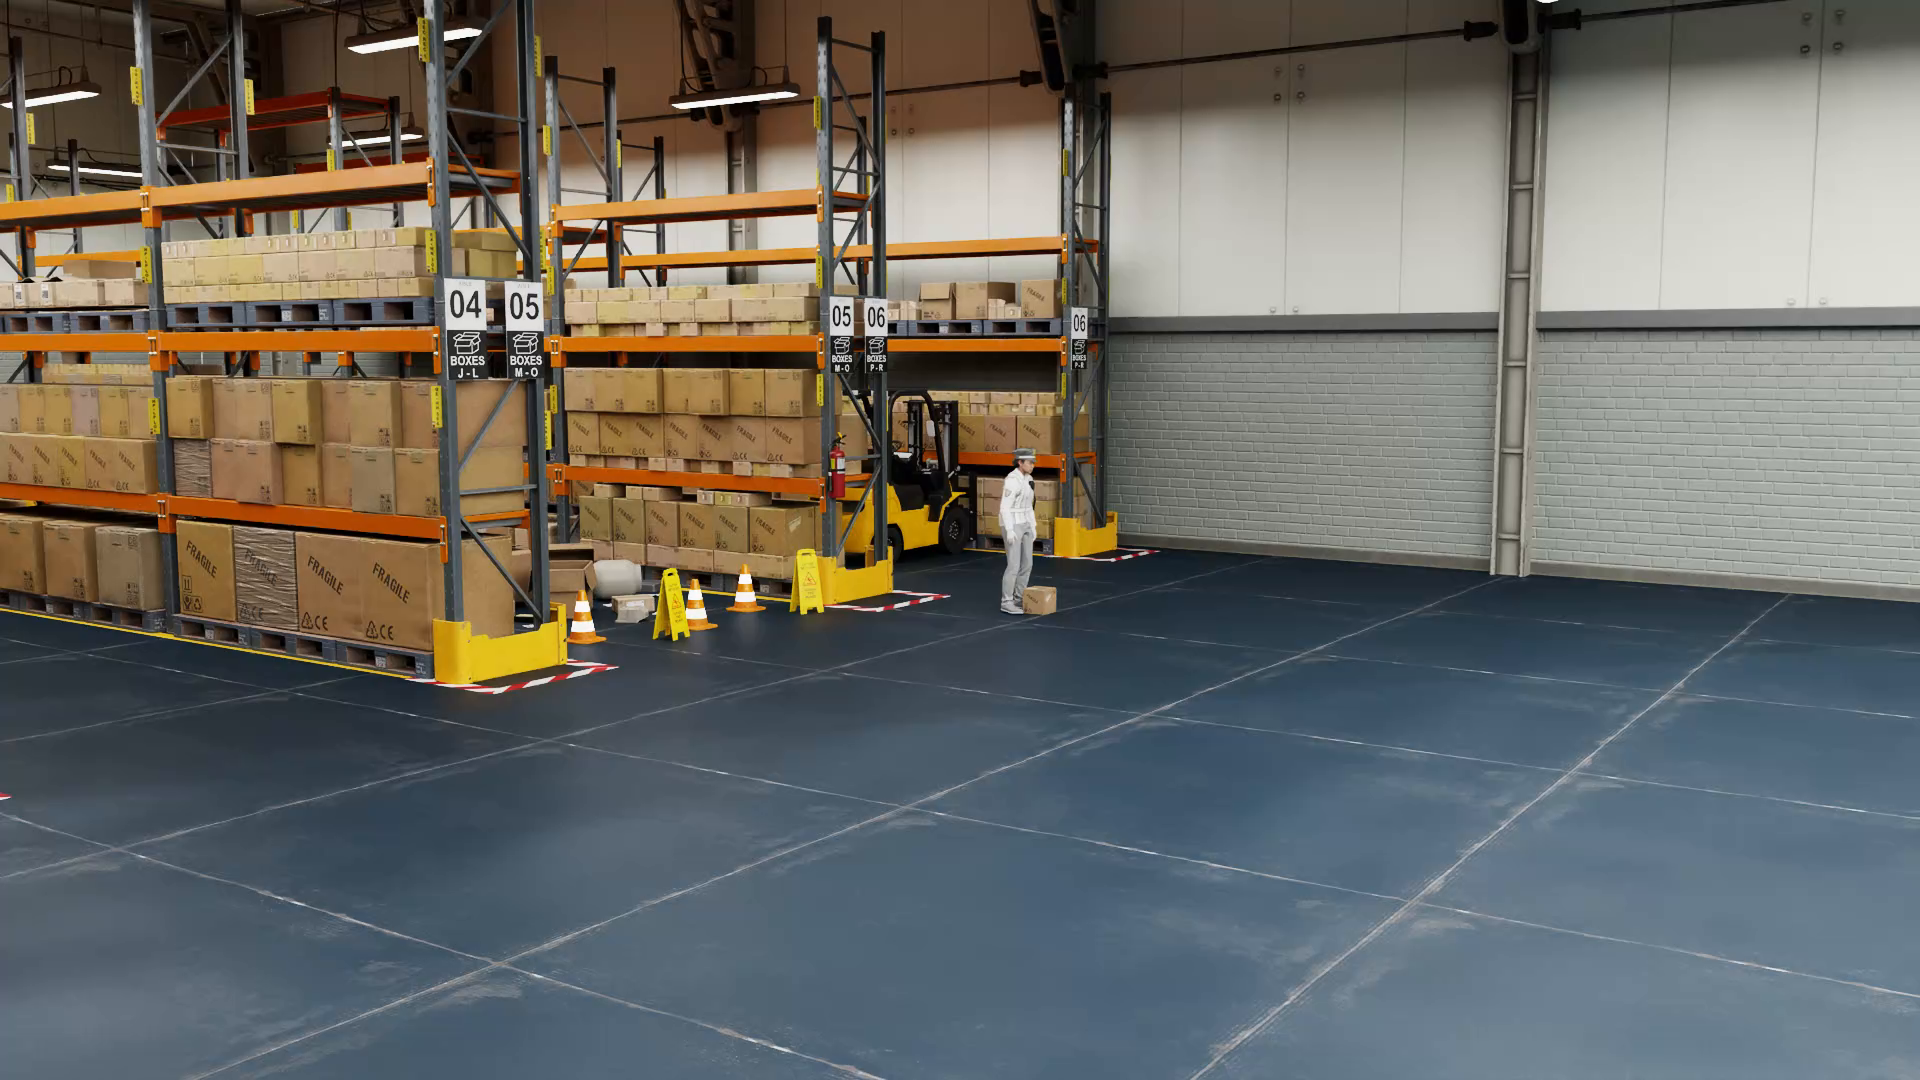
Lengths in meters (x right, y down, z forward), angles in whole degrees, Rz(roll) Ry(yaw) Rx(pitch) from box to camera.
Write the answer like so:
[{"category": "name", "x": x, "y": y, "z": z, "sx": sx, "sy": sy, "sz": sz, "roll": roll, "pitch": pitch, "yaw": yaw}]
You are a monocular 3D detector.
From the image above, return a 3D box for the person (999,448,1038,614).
[{"category": "person", "x": 0.602, "y": -0.103, "z": 16.906, "sx": 0.372, "sy": 1.663, "sz": 0.528, "roll": 4, "pitch": 8, "yaw": 34}]
